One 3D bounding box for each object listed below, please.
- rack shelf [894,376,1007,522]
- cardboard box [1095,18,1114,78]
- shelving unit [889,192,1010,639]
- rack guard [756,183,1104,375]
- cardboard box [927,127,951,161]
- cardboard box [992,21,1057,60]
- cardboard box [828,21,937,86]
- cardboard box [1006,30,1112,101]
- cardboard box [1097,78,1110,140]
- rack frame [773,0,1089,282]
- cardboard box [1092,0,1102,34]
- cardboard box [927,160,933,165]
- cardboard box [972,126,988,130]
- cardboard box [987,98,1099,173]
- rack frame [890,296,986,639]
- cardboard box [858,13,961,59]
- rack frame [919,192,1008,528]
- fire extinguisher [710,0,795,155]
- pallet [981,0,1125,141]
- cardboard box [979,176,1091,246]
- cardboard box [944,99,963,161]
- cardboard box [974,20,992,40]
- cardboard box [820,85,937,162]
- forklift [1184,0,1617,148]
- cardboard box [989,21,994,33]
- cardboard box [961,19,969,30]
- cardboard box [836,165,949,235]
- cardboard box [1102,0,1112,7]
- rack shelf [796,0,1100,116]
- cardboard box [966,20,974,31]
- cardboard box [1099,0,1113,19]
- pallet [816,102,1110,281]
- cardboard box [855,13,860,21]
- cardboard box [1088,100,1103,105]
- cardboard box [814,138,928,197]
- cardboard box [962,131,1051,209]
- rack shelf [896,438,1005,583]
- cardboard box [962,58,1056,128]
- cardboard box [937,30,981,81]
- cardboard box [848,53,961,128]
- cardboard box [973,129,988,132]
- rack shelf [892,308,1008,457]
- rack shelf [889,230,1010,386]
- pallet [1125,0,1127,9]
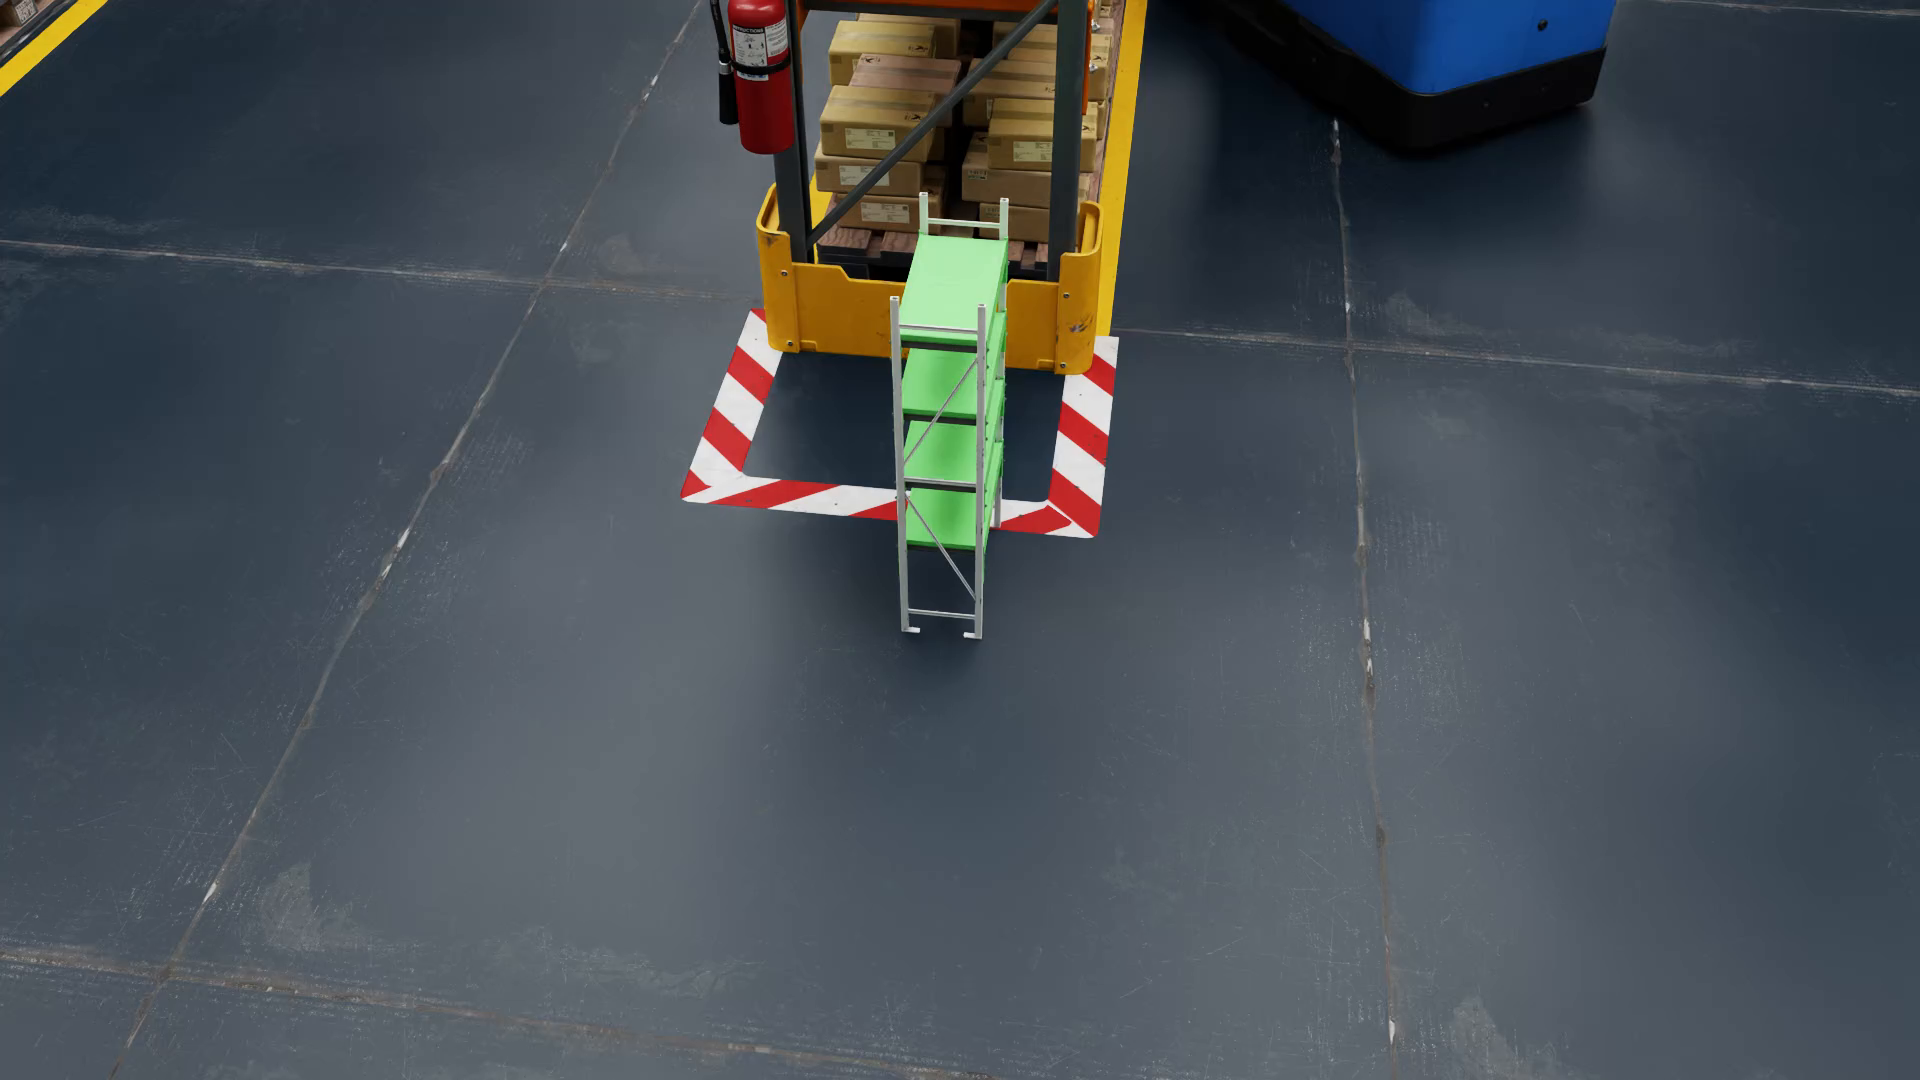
[{"bbox_3d":[-0.022,-0.276,4.762,0.258,0.148,0.480,5,44,6],"label":"rack shelf"},{"bbox_3d":[0.457,-2.093,7.046,0.380,0.149,0.250,3,44,3],"label":"cardboard box"},{"bbox_3d":[-0.022,-0.323,4.718,0.258,1.200,0.503,5,44,6],"label":"shelving unit"},{"bbox_3d":[-0.099,-0.927,5.865,1.175,0.500,0.348,5,44,6],"label":"rack guard"},{"bbox_3d":[-0.235,-1.567,6.275,0.380,0.149,0.250,4,44,5],"label":"cardboard box"},{"bbox_3d":[0.325,-1.978,6.493,0.380,0.149,0.250,3,44,3],"label":"cardboard box"},{"bbox_3d":[-0.292,-1.854,6.362,0.380,0.149,0.250,4,44,5],"label":"cardboard box"},{"bbox_3d":[0.374,-1.801,6.306,0.380,0.149,0.250,5,44,5],"label":"cardboard box"},{"bbox_3d":[0.399,-1.748,6.683,0.380,0.149,0.250,6,44,6],"label":"cardboard box"},{"bbox_3d":[-0.109,-1.783,4.951,1.000,3.000,0.127,5,44,6],"label":"rack frame"},{"bbox_3d":[0.371,-2.166,6.691,0.380,0.149,0.250,7,44,7],"label":"cardboard box"},{"bbox_3d":[-0.313,-1.462,6.381,0.380,0.149,0.250,6,44,7],"label":"cardboard box"},{"bbox_3d":[0.251,-1.698,6.414,0.380,0.149,0.250,6,44,6],"label":"cardboard box"},{"bbox_3d":[0.297,-1.442,5.927,0.380,0.149,0.250,3,44,4],"label":"cardboard box"},{"bbox_3d":[-0.054,-0.156,4.543,0.240,1.200,0.015,5,44,6],"label":"rack frame"},{"bbox_3d":[-0.195,-2.025,6.542,0.380,0.149,0.250,4,44,4],"label":"cardboard box"},{"bbox_3d":[0.010,-0.489,4.894,0.240,1.200,0.015,5,44,6],"label":"rack frame"},{"bbox_3d":[-0.600,-1.490,4.969,0.296,0.674,0.183,5,44,6],"label":"fire extinguisher"},{"bbox_3d":[0.207,-2.202,7.422,1.003,0.211,1.213,5,44,6],"label":"pallet"},{"bbox_3d":[0.277,-1.228,6.134,0.380,0.149,0.250,6,44,6],"label":"cardboard box"},{"bbox_3d":[-0.193,-1.635,6.563,0.380,0.149,0.250,5,44,5],"label":"cardboard box"},{"bbox_3d":[-0.038,-2.333,7.301,0.380,0.149,0.250,6,44,7],"label":"cardboard box"},{"bbox_3d":[-0.291,-1.500,5.988,0.380,0.149,0.250,6,44,6],"label":"cardboard box"},{"bbox_3d":[1.624,-3.690,7.016,1.130,2.935,3.031,-19,47,-19],"label":"forklift"},{"bbox_3d":[0.328,-2.241,6.987,0.380,0.149,0.250,7,44,8],"label":"cardboard box"},{"bbox_3d":[-0.148,-2.275,7.023,0.380,0.149,0.250,7,44,8],"label":"cardboard box"},{"bbox_3d":[-0.247,-1.278,6.186,0.380,0.149,0.250,6,44,6],"label":"cardboard box"},{"bbox_3d":[0.451,-2.341,6.876,0.380,0.149,0.250,6,44,6],"label":"cardboard box"},{"bbox_3d":[0.155,-2.885,6.638,1.077,0.370,4.000,5,44,6],"label":"rack shelf"},{"bbox_3d":[-0.145,-2.168,7.126,0.380,0.149,0.250,6,44,6],"label":"cardboard box"},{"bbox_3d":[0.468,-2.284,7.248,0.380,0.149,0.250,5,44,6],"label":"cardboard box"},{"bbox_3d":[0.043,-1.373,6.546,1.003,0.211,1.213,5,44,6],"label":"pallet"},{"bbox_3d":[-0.215,-2.213,6.741,0.380,0.149,0.250,7,44,7],"label":"cardboard box"},{"bbox_3d":[0.393,-1.863,6.588,0.380,0.149,0.250,7,44,7],"label":"cardboard box"},{"bbox_3d":[-0.323,-1.394,6.092,0.380,0.149,0.250,4,44,4],"label":"cardboard box"},{"bbox_3d":[0.214,-1.342,6.037,0.380,0.149,0.250,7,44,7],"label":"cardboard box"},{"bbox_3d":[-0.022,-0.102,4.927,0.258,0.148,0.480,5,44,6],"label":"rack shelf"},{"bbox_3d":[0.214,-1.641,6.137,0.380,0.149,0.250,6,44,6],"label":"cardboard box"},{"bbox_3d":[-0.118,-1.922,6.650,0.380,0.149,0.250,5,44,5],"label":"cardboard box"},{"bbox_3d":[-0.201,-1.666,6.163,0.380,0.149,0.250,6,44,6],"label":"cardboard box"},{"bbox_3d":[0.257,-1.584,6.509,0.380,0.149,0.250,6,44,6],"label":"cardboard box"},{"bbox_3d":[-0.022,-0.451,4.597,0.258,0.148,0.480,5,44,6],"label":"rack shelf"},{"bbox_3d":[-0.022,-0.625,4.432,0.258,0.148,0.480,5,44,6],"label":"rack shelf"},{"bbox_3d":[0.366,-3.036,8.302,1.003,0.211,1.213,5,44,6],"label":"pallet"}]
